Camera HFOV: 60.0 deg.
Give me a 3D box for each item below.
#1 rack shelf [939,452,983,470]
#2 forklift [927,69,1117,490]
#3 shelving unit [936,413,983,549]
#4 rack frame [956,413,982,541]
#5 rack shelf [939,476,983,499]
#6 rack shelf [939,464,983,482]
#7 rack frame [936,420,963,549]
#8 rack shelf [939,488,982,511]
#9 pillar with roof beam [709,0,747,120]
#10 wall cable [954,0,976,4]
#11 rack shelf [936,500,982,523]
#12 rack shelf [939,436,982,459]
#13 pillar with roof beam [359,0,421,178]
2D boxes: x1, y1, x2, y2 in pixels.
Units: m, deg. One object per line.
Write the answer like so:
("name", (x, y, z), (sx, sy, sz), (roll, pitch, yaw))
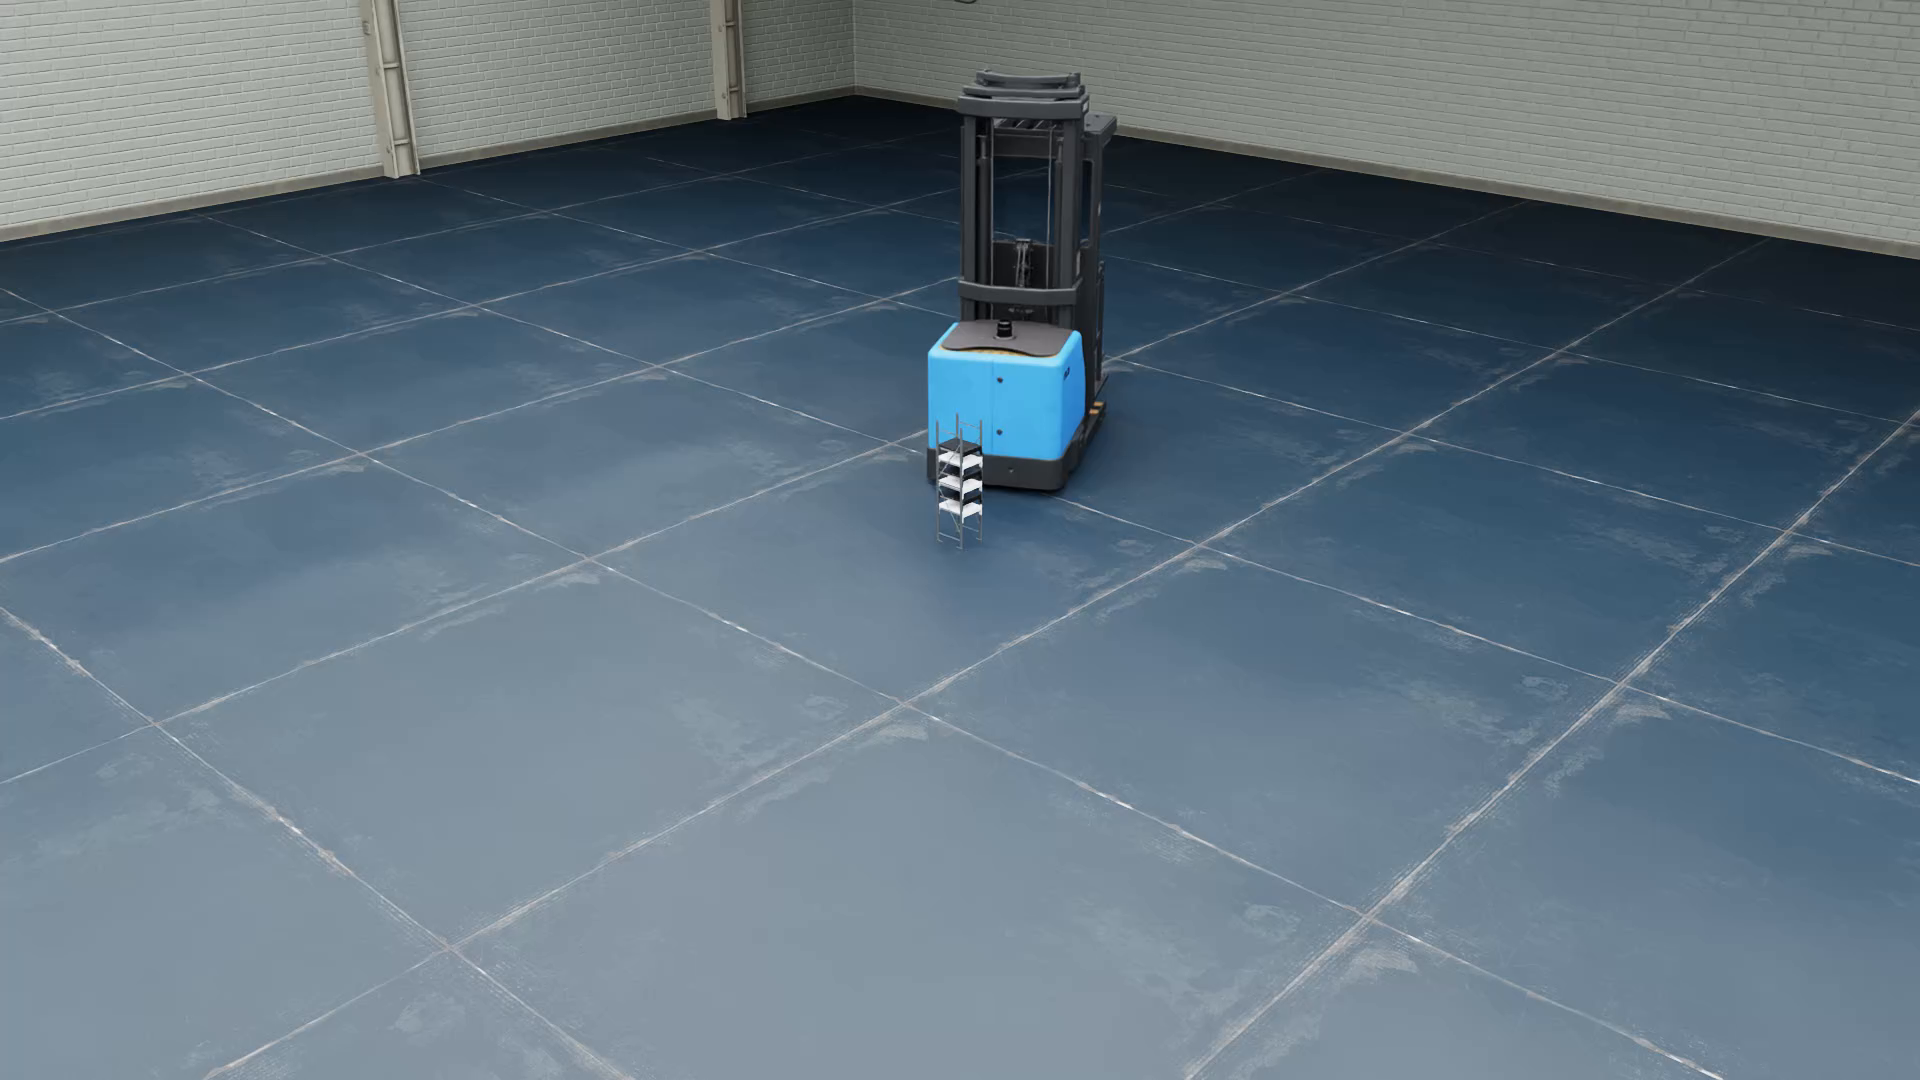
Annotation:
("rack shelf", (-0.005, -0.542, 11.500), (0.258, 0.077, 0.200), (20, 31, 38))
("forklift", (0.607, -2.286, 13.266), (1.130, 2.935, 3.031), (6, 25, 13))
("shelving unit", (-0.005, -0.408, 11.560), (0.258, 0.900, 0.210), (20, 31, 38))
("rack frame", (0.062, -0.439, 11.629), (0.240, 0.900, 0.006), (20, 31, 38))
("rack shelf", (-0.005, -0.378, 11.574), (0.258, 0.077, 0.200), (20, 31, 38))
("rack shelf", (-0.005, -0.460, 11.537), (0.258, 0.077, 0.200), (20, 31, 38))
("rack frame", (-0.073, -0.377, 11.491), (0.240, 0.900, 0.006), (20, 31, 38))
("rack shelf", (-0.005, -0.296, 11.611), (0.258, 0.077, 0.200), (20, 31, 38))
("pillar with roof beam", (-0.518, -9.820, 22.653), (9.100, 9.000, 0.400), (20, 31, 38))
("wall cable", (-0.773, -10.115, 27.107), (3.097, 2.526, 0.112), (20, 31, 38))
("rack shelf", (-0.005, -0.213, 11.648), (0.258, 0.077, 0.200), (20, 31, 38))
("rack shelf", (-0.005, -0.624, 11.464), (0.258, 0.077, 0.200), (20, 31, 38))
("pillar with roof beam", (-4.523, -7.992, 18.576), (9.100, 9.000, 0.400), (20, 31, 38))
